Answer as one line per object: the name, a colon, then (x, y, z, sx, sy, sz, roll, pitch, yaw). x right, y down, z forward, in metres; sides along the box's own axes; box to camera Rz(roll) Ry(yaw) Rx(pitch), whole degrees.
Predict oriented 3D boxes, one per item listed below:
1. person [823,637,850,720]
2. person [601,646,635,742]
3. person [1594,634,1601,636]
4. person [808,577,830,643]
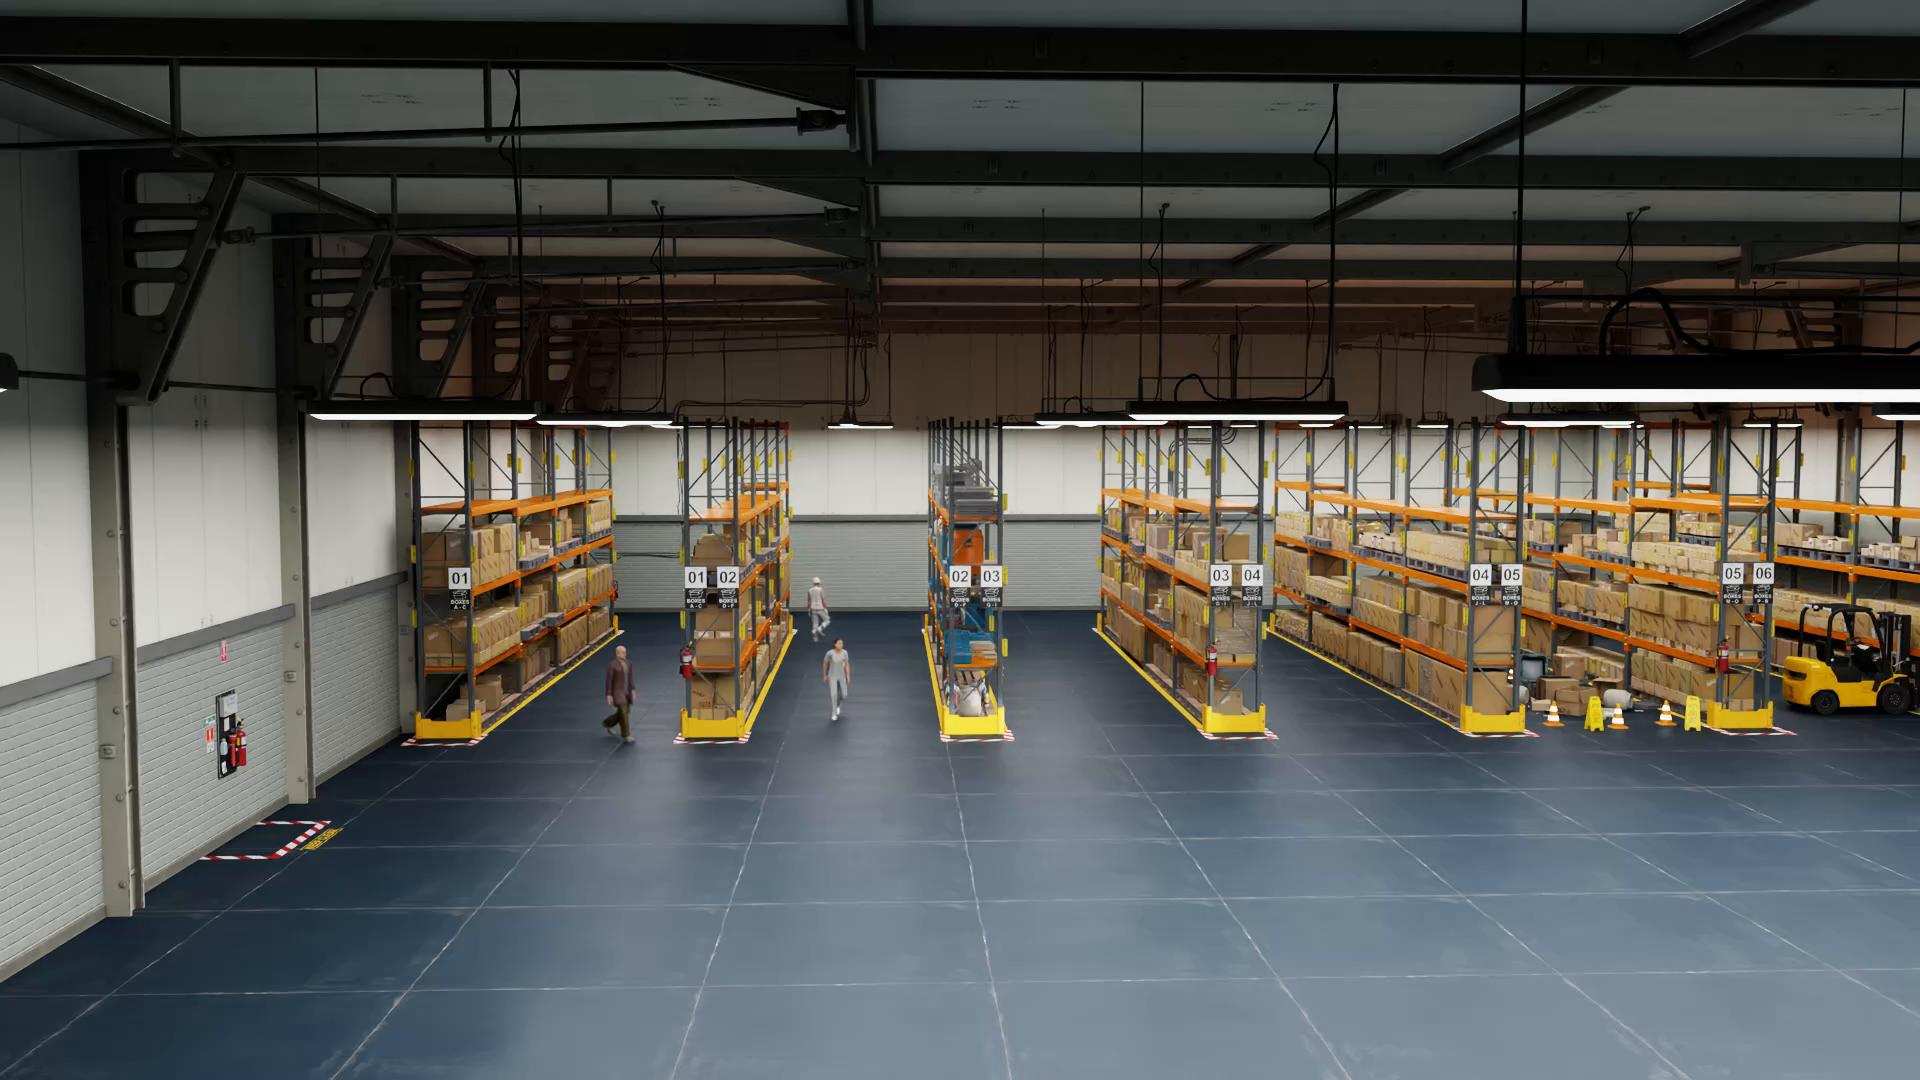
person: (-2.504, 2.742, 33.243, 0.508, 1.651, 0.595, -2, 4, -23)
person: (-6.308, 2.829, 30.824, 0.985, 1.749, 0.649, 2, 4, 32)
person: (17.627, 1.865, 46.758, 0.576, 1.622, 0.858, -3, 5, -37)
person: (-3.847, 1.898, 45.006, 0.588, 1.792, 0.501, 2, 4, 27)
